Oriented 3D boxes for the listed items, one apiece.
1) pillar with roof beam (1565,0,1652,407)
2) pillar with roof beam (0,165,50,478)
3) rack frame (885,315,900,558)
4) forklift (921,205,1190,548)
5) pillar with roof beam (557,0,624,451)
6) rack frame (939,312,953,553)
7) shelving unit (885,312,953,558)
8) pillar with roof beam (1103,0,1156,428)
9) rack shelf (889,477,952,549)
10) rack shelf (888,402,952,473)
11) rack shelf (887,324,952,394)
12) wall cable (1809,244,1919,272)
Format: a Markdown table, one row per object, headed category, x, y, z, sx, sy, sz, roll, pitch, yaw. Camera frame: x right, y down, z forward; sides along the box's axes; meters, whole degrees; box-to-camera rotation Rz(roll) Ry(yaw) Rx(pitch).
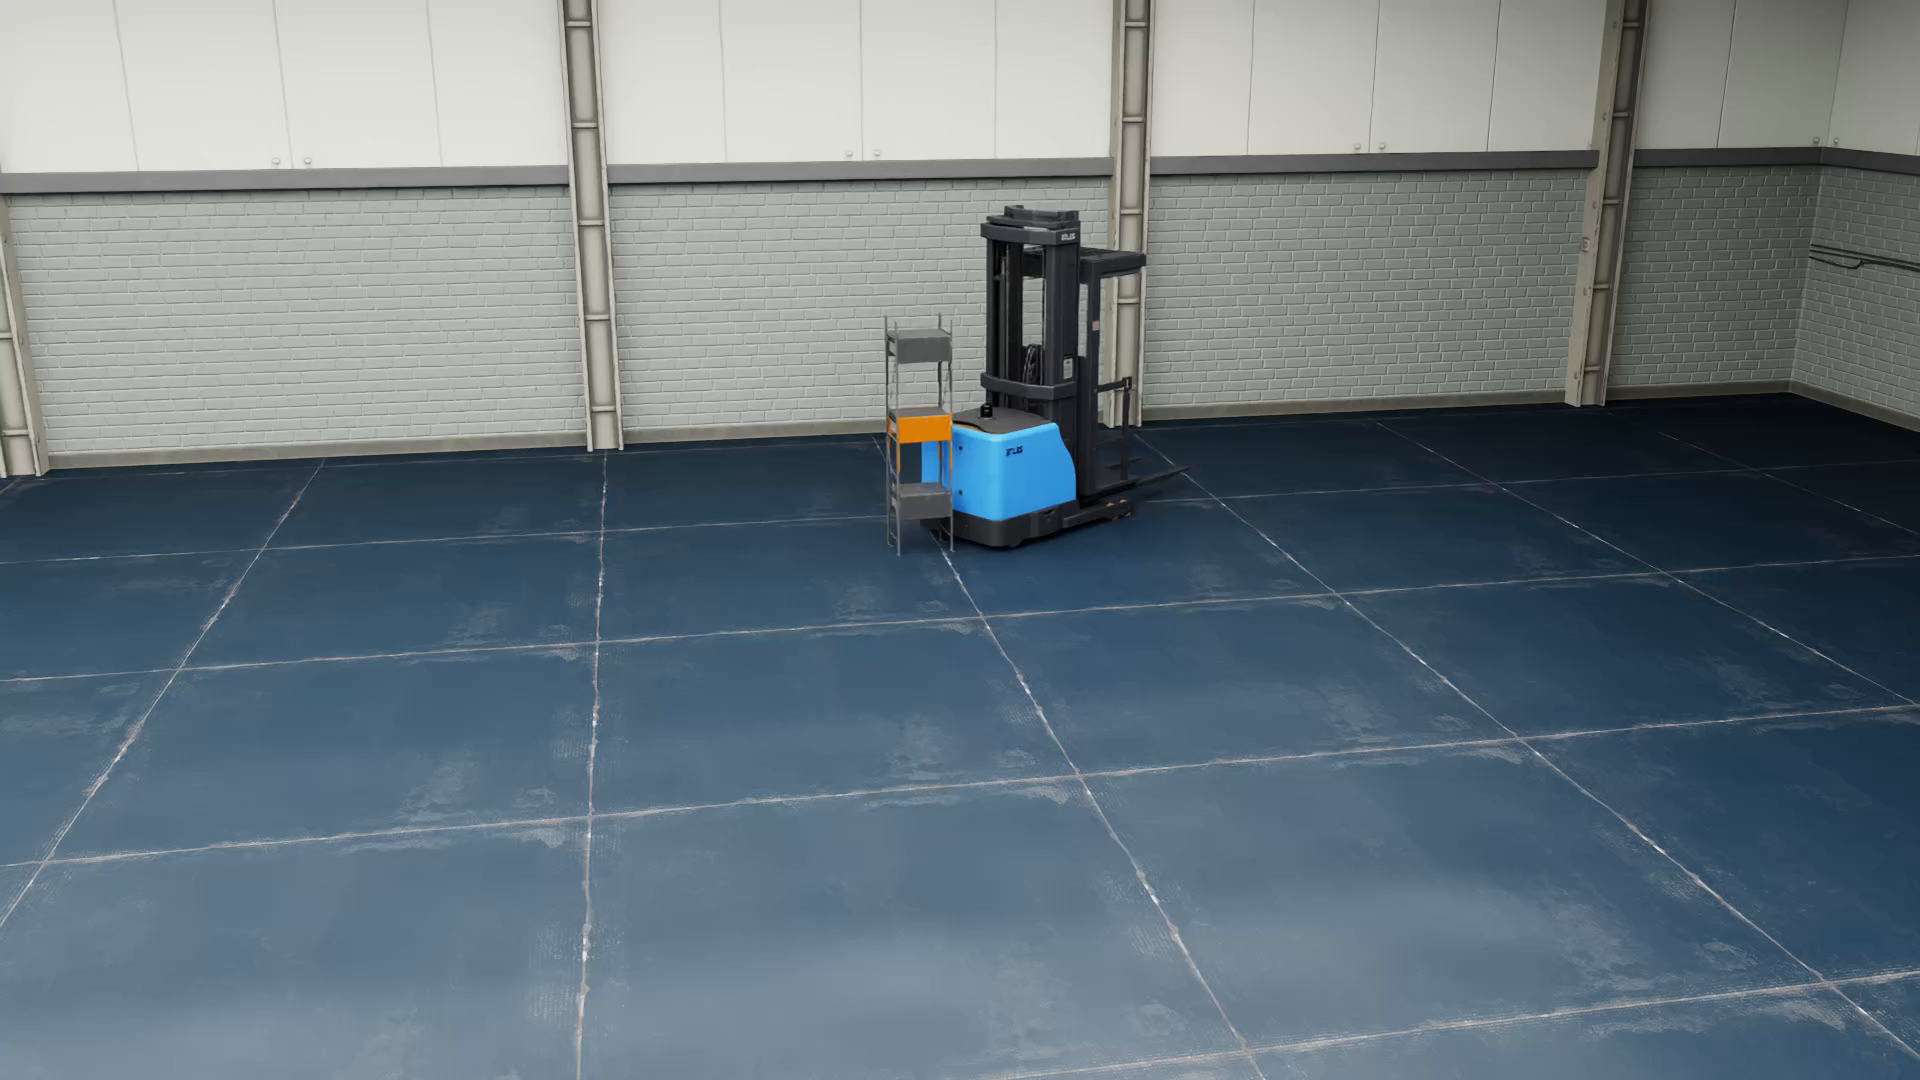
| category | x | y | z | sx | sy | sz | roll | pitch | yaw |
| --- | --- | --- | --- | --- | --- | --- | --- | --- | --- |
| pillar with roof beam | 8.630 | -4.770 | 15.455 | 0.400 | 9.000 | 9.100 | -3 | 17 | -10 |
| pillar with roof beam | -9.043 | -3.768 | 12.191 | 0.400 | 9.000 | 9.100 | -3 | 17 | -10 |
| rack frame | -0.595 | -0.905 | 14.620 | 0.015 | 2.100 | 0.400 | -5 | 18 | -15 |
| forklift | 1.032 | -1.682 | 15.733 | 3.031 | 2.935 | 1.130 | -16 | 23 | -42 |
| pillar with roof beam | -3.152 | -4.102 | 13.279 | 0.400 | 9.000 | 9.100 | -3 | 17 | -10 |
| rack frame | -0.126 | -0.945 | 14.749 | 0.015 | 2.100 | 0.400 | -5 | 18 | -15 |
| shelving unit | -0.360 | -0.925 | 14.684 | 0.503 | 2.100 | 0.431 | -5 | 18 | -15 |
| pillar with roof beam | 2.739 | -4.436 | 14.367 | 0.400 | 9.000 | 9.100 | -3 | 17 | -10 |
| rack shelf | -0.360 | -0.242 | 14.894 | 0.480 | 0.518 | 0.431 | -5 | 18 | -15 |
| rack shelf | -0.360 | -0.912 | 14.688 | 0.480 | 0.518 | 0.431 | -5 | 18 | -15 |
| rack shelf | -0.360 | -1.581 | 14.483 | 0.480 | 0.518 | 0.431 | -5 | 18 | -15 |
| wall cable | 10.956 | -4.310 | 19.244 | 0.112 | 2.526 | 3.097 | -3 | 17 | -10 |
